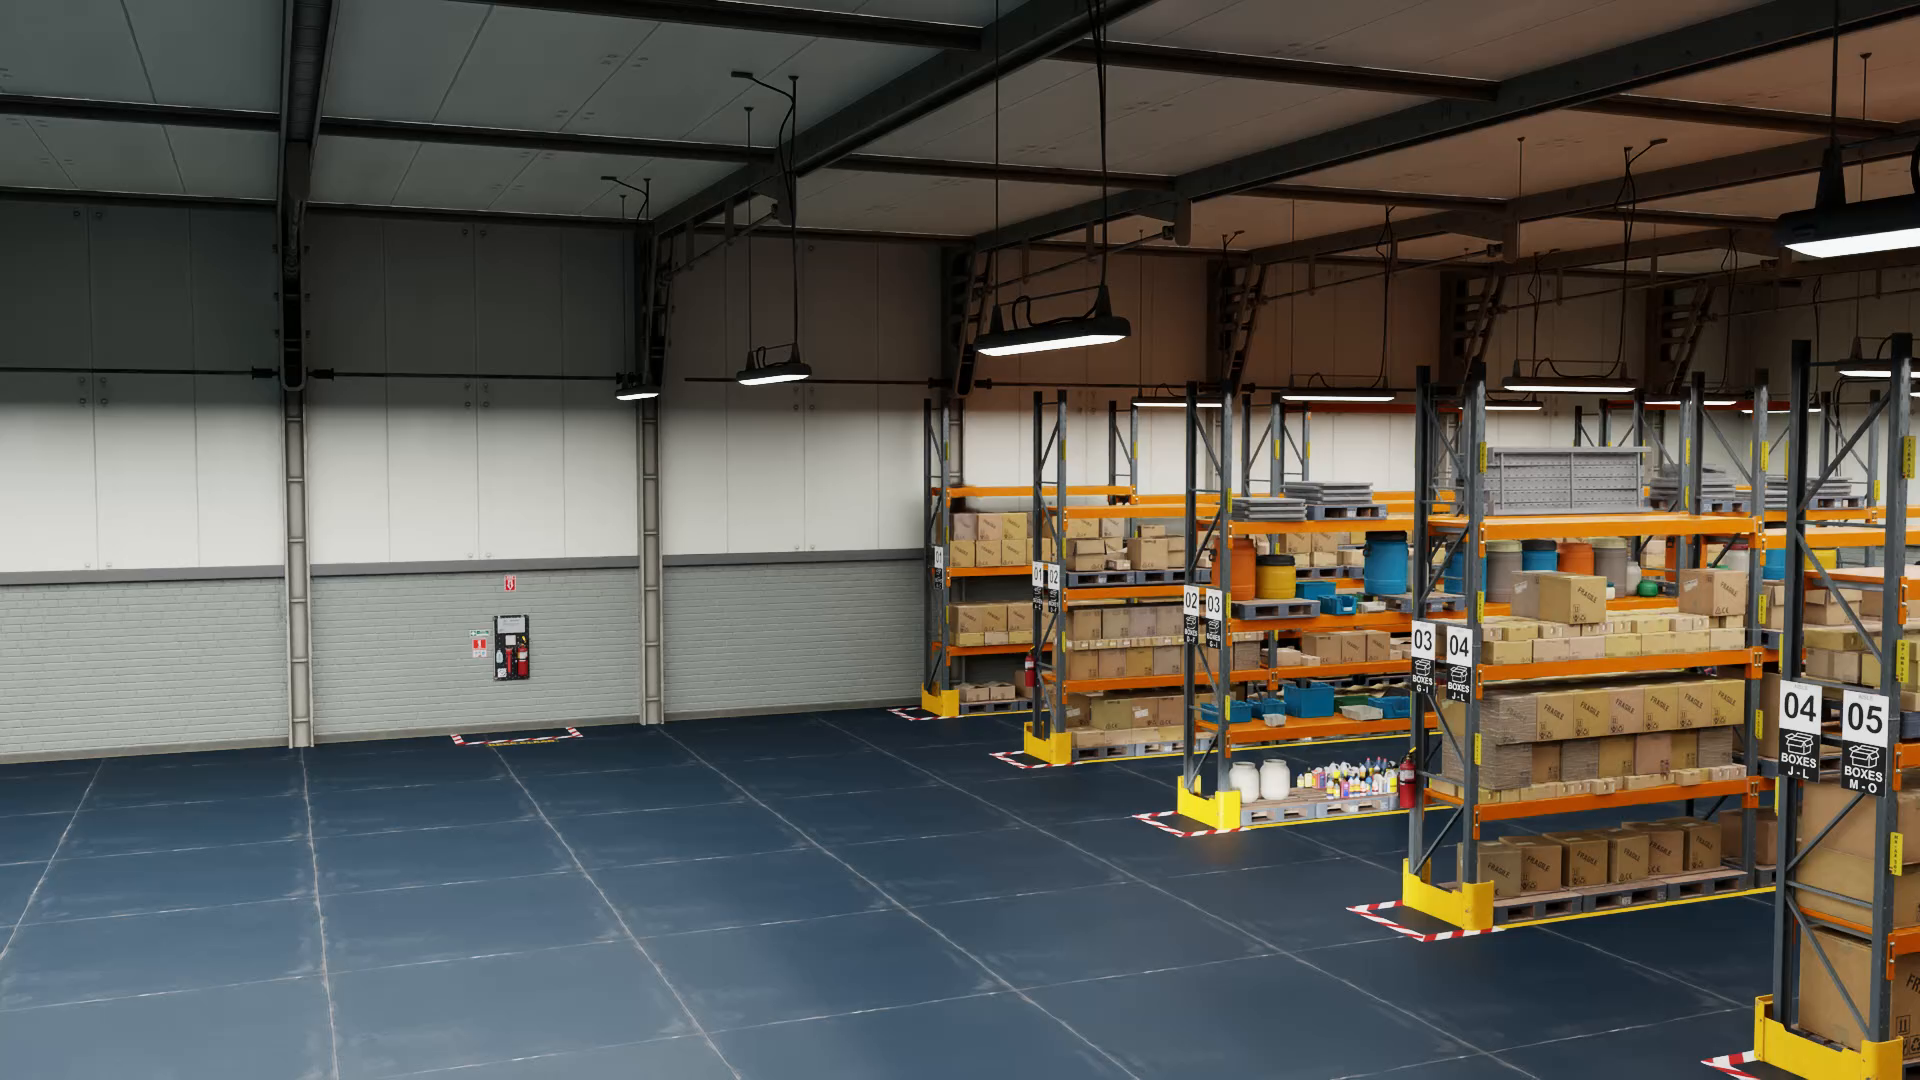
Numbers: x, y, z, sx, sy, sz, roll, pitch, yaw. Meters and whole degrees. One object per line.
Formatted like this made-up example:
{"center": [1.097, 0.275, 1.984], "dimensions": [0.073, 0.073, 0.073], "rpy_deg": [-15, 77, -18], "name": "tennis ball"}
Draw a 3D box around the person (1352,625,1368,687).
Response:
{"center": [8.023, 2.404, 33.396], "dimensions": [0.479, 1.604, 0.387], "rpy_deg": [0, 3, 4], "name": "person"}
